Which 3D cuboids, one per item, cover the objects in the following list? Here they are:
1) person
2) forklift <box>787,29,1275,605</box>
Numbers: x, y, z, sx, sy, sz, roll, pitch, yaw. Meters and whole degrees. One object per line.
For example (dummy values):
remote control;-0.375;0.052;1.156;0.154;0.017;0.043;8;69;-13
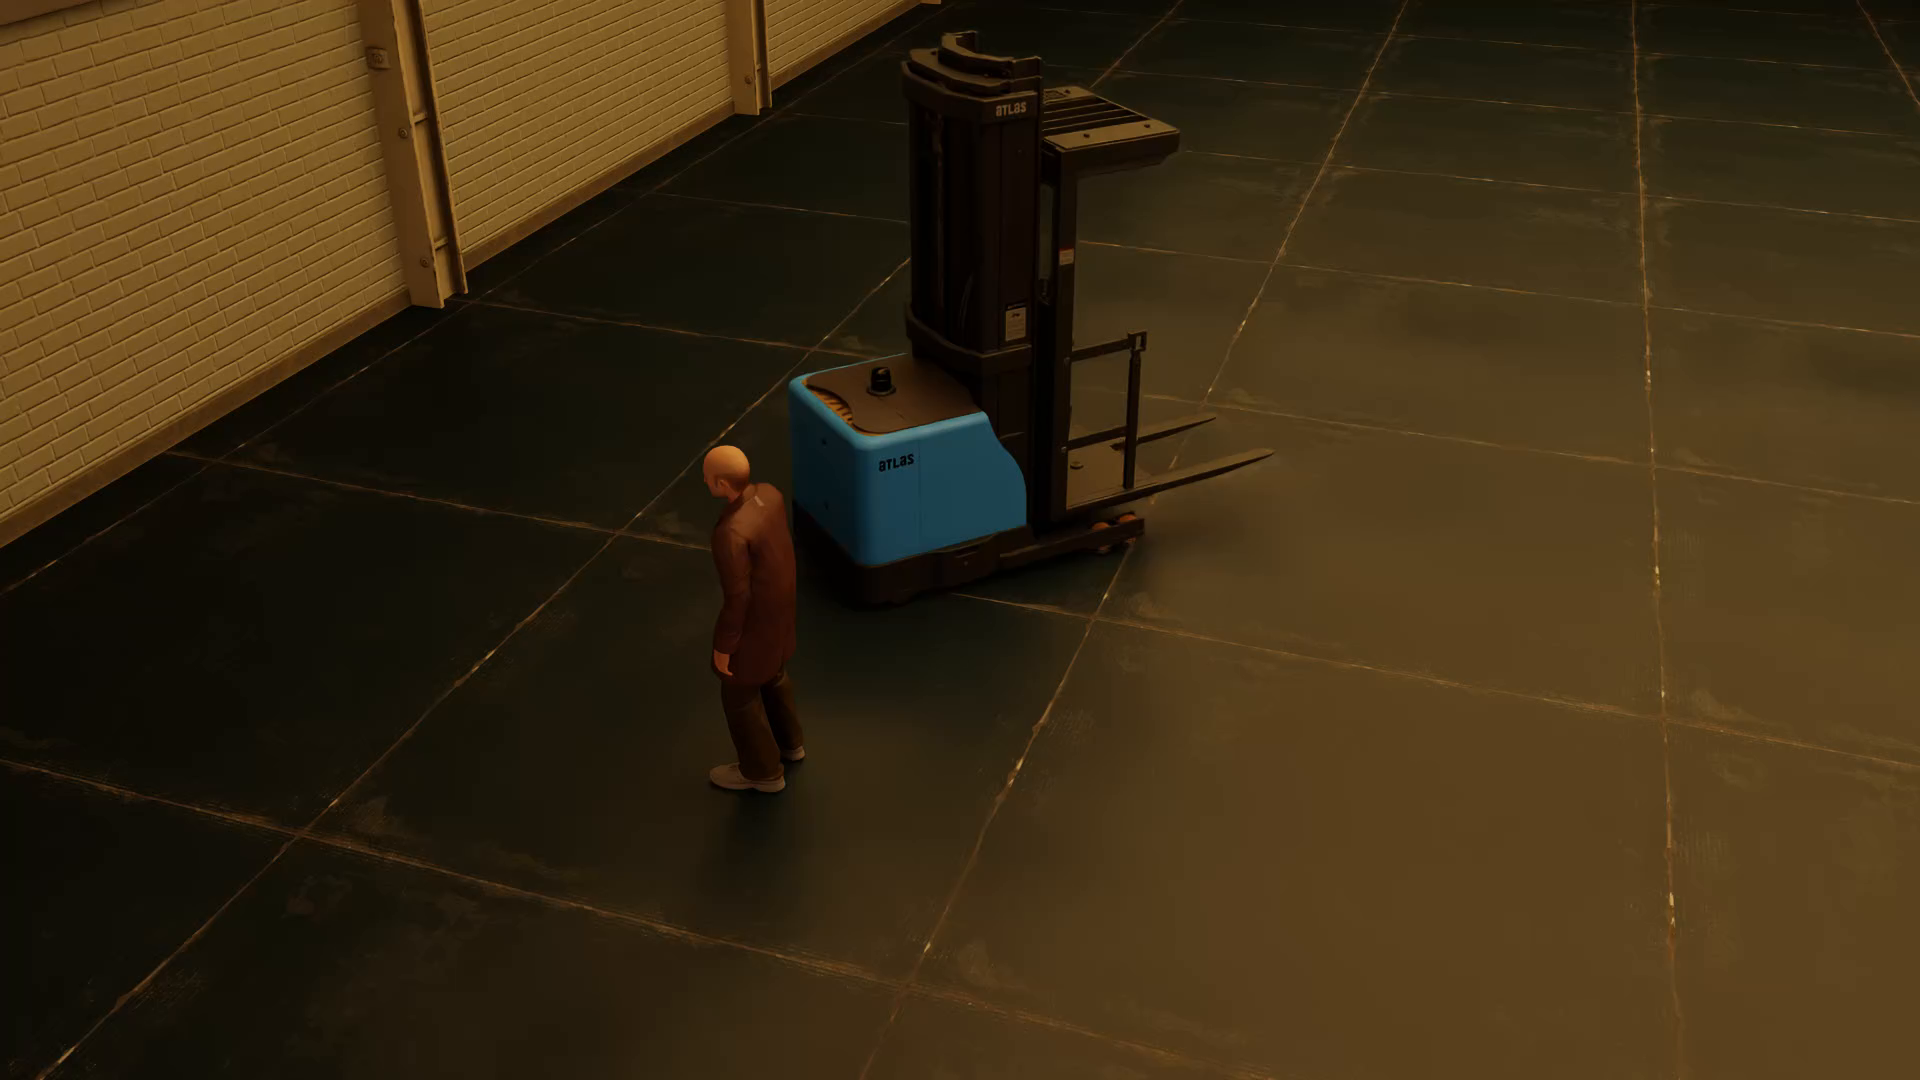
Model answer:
person;-0.967;0.364;7.667;0.428;1.773;0.652;9;31;16
forklift;0.531;-1.423;9.633;3.031;2.935;1.130;-15;33;-25
